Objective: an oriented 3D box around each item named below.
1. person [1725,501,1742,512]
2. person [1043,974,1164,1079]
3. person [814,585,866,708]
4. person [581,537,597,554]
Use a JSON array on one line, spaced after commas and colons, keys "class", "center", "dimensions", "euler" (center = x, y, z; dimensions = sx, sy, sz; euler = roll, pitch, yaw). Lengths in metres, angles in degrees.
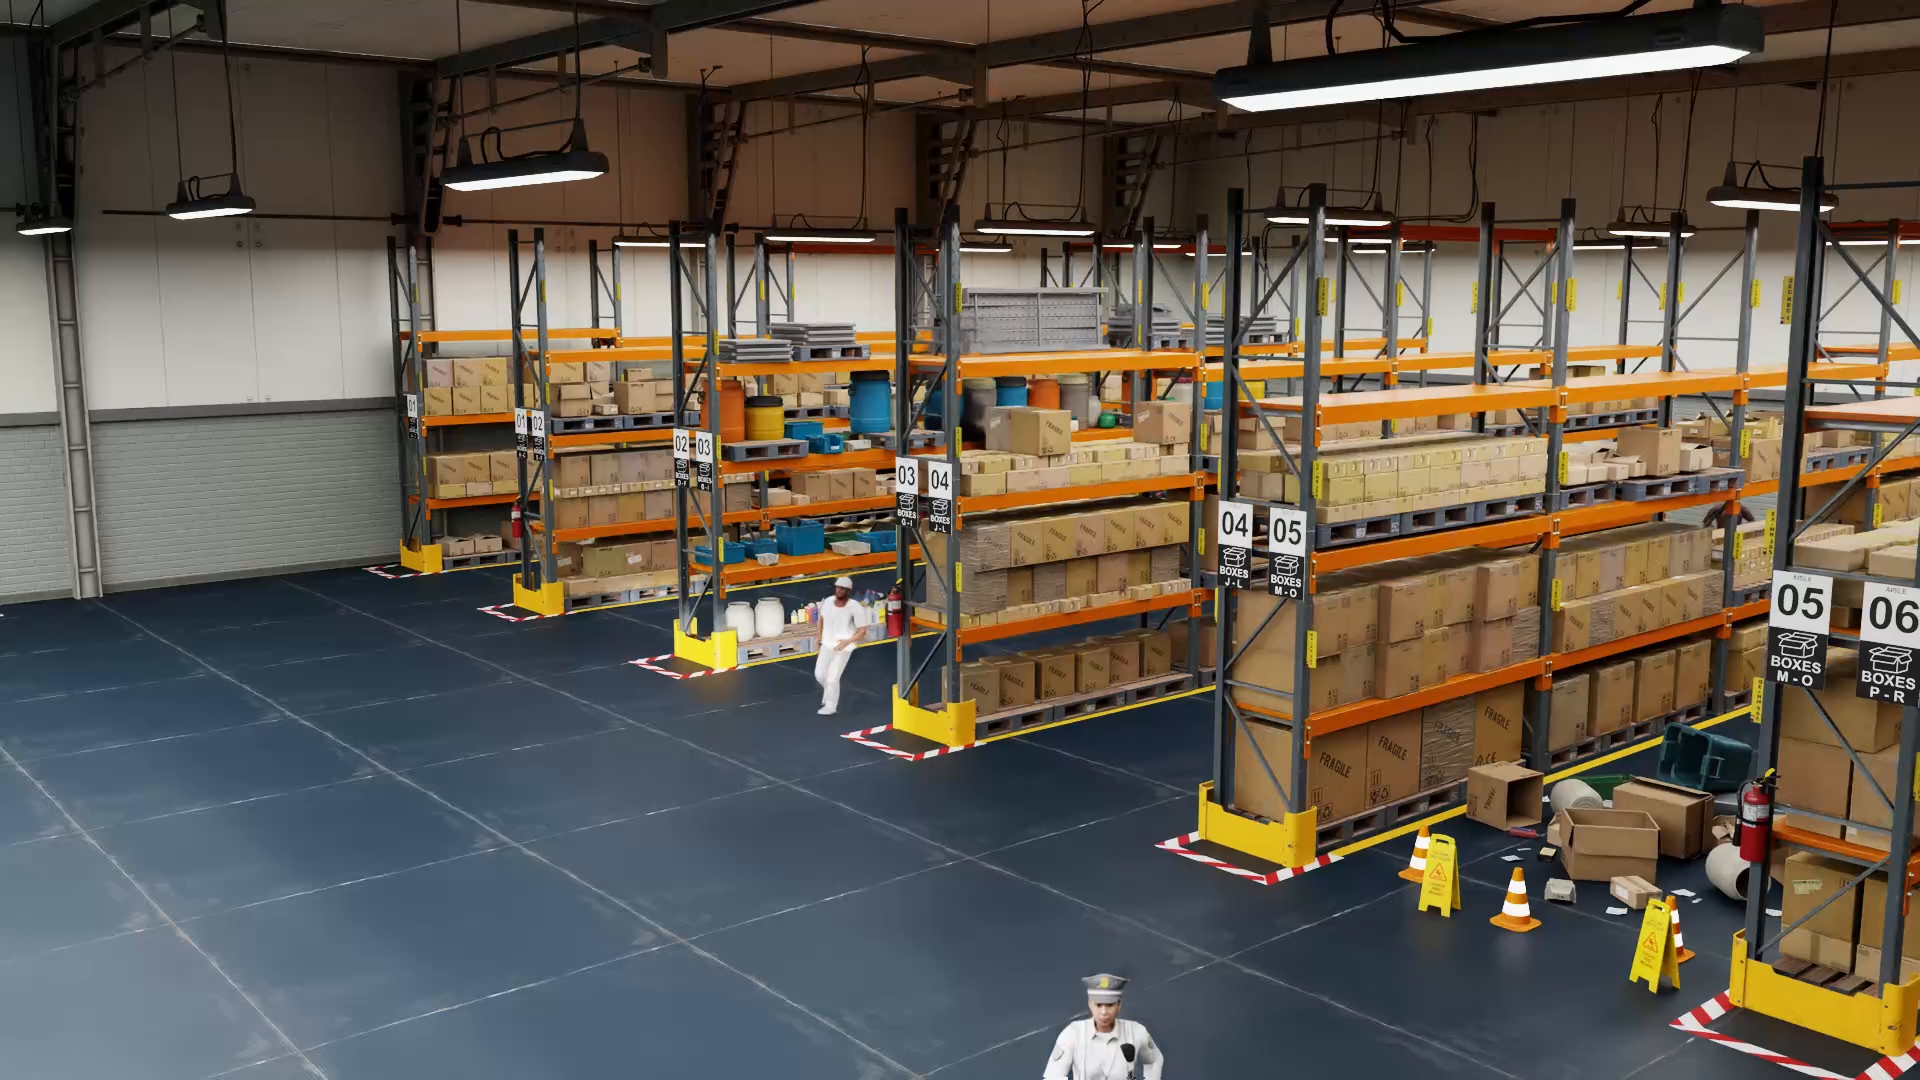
[{"class": "person", "center": [13.010, -0.367, 28.057], "dimensions": [0.761, 0.941, 0.415], "euler": [3, 9, 18]}, {"class": "person", "center": [0.743, 2.984, 8.622], "dimensions": [0.616, 1.619, 0.755], "euler": [1, 9, 6]}, {"class": "person", "center": [-1.467, 1.268, 19.884], "dimensions": [0.692, 1.606, 0.534], "euler": [4, 10, 24]}, {"class": "person", "center": [-6.424, -0.145, 29.023], "dimensions": [0.658, 1.831, 0.807], "euler": [7, 11, 40]}]
